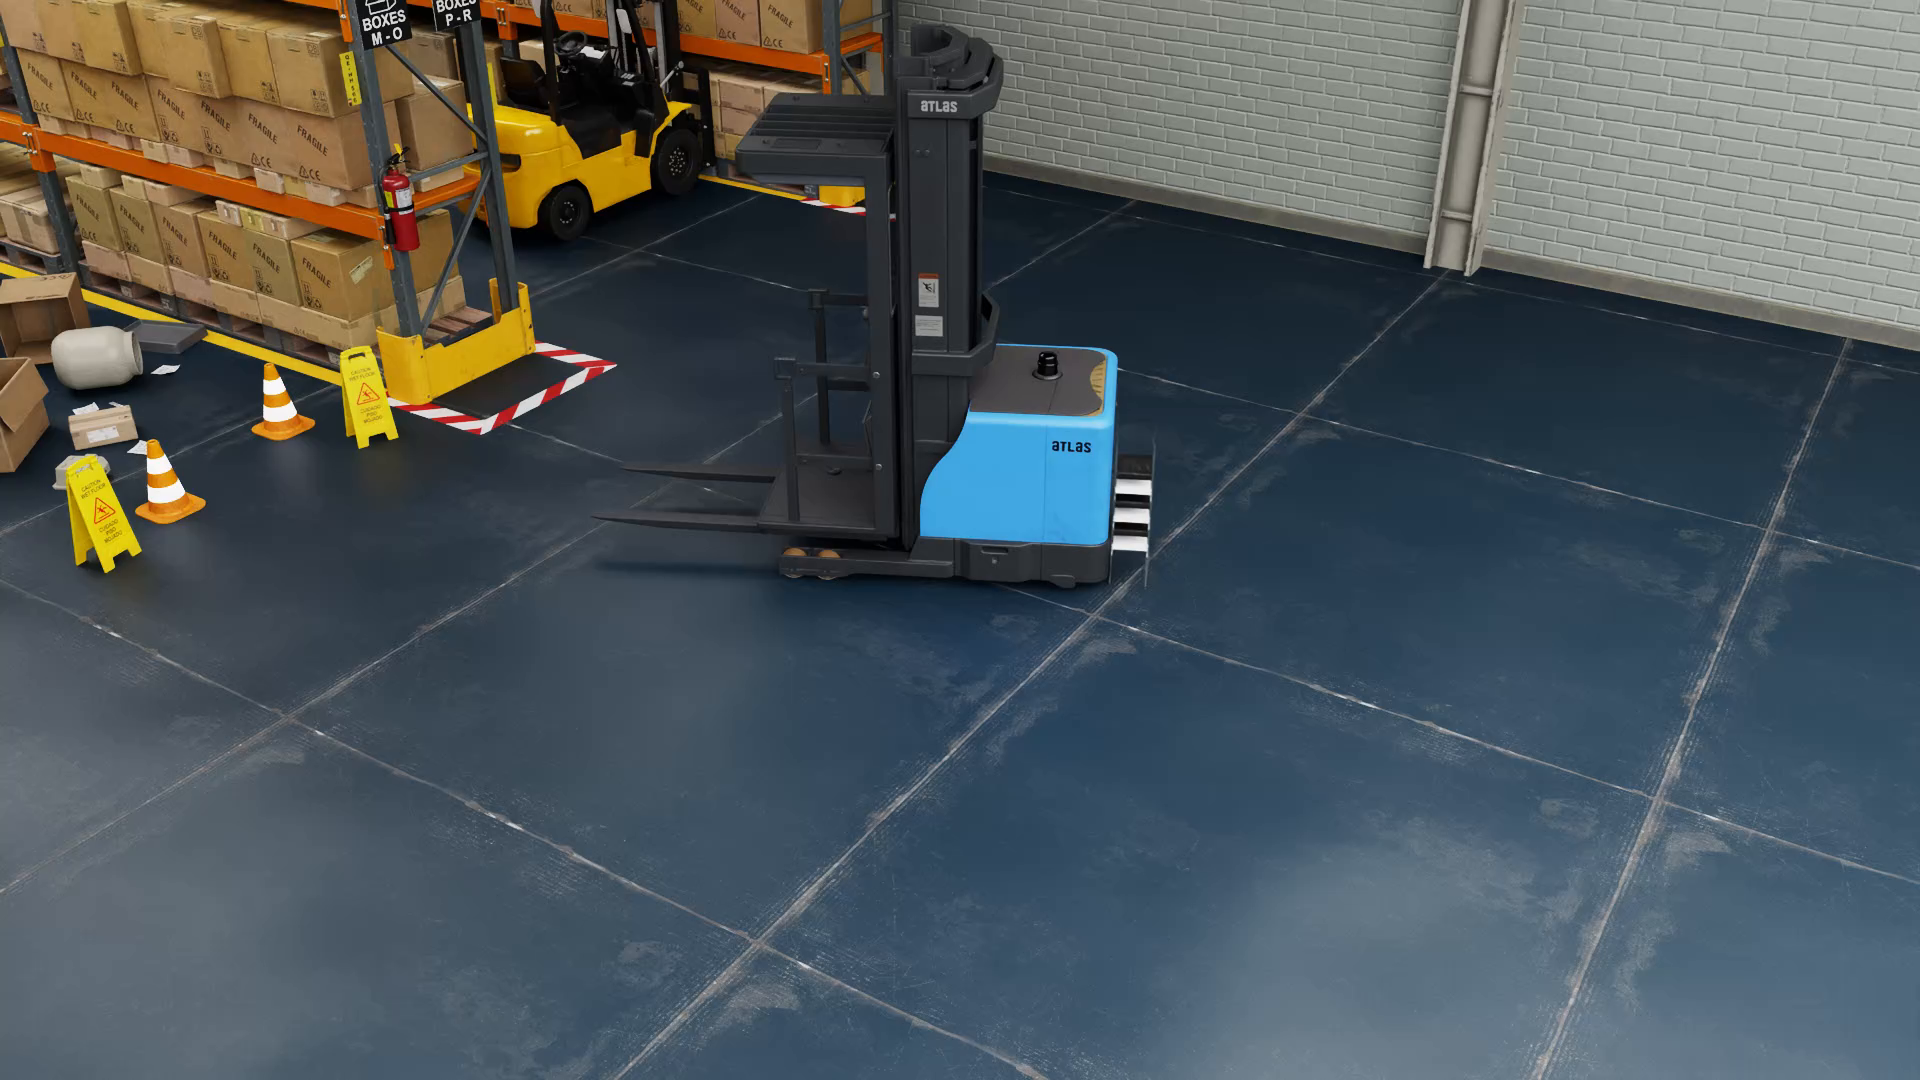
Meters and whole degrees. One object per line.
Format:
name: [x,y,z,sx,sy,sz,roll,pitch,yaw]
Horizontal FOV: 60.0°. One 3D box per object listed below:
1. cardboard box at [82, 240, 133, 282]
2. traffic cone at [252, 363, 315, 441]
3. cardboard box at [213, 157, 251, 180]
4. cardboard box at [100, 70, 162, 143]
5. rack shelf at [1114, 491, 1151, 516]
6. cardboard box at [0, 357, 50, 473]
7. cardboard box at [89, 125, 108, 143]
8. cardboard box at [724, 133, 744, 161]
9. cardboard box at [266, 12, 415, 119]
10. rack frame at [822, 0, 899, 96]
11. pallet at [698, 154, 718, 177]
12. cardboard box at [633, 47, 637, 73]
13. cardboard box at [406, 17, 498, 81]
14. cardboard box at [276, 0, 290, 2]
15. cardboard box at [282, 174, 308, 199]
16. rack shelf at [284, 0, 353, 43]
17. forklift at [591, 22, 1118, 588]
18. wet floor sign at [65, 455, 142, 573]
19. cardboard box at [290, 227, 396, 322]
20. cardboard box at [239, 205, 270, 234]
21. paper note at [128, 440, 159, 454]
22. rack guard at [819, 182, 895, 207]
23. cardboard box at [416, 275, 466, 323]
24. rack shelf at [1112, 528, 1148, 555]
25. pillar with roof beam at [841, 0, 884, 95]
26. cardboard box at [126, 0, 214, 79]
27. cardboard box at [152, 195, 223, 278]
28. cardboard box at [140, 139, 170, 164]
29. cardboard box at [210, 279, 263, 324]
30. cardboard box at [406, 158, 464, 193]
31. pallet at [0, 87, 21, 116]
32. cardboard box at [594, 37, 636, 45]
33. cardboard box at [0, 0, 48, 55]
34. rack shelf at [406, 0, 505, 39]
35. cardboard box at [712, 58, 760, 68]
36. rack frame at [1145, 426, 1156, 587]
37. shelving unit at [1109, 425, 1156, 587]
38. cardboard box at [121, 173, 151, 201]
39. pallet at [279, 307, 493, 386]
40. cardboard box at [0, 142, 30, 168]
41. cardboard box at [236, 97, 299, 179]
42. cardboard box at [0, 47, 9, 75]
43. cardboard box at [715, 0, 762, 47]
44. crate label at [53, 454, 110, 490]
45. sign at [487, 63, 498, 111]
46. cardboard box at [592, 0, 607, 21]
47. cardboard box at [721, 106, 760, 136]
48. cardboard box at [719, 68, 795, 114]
cardboard box: [-6.546,-2.283,13.170,0.500,0.250,0.500,16,34,25]
traffic cone: [-4.564,-0.959,11.108,0.334,0.463,0.336,18,35,27]
cardboard box: [-5.065,-2.704,11.829,0.250,0.149,0.380,17,34,27]
cardboard box: [-5.822,-3.232,12.092,0.500,0.500,0.500,17,34,27]
rack shelf: [0.968,-0.235,9.320,0.200,0.077,0.258,3,30,5]
cardboard box: [-6.348,-0.802,10.798,0.637,0.503,0.797,-4,30,-7]
cardboard box: [-6.323,-3.129,12.558,0.250,0.149,0.380,17,34,27]
cardboard box: [-1.861,-3.732,15.655,0.500,0.250,0.500,18,35,27]
cardboard box: [-4.063,-3.138,10.938,0.500,0.500,0.700,17,34,26]
rack frame: [-0.878,-4.610,14.848,0.127,3.000,1.000,18,35,27]
pallet: [-2.578,-3.920,16.432,1.213,0.211,1.003,18,35,27]
cardboard box: [-3.168,-4.574,16.106,0.500,0.250,0.500,19,35,29]
cardboard box: [-5.367,-5.183,17.771,0.625,0.625,0.875,17,34,27]
cardboard box: [-7.862,-6.087,19.444,0.500,0.500,0.500,19,35,29]
cardboard box: [-4.424,-2.489,11.462,0.250,0.149,0.380,17,34,27]
rack shelf: [-5.208,-4.011,11.559,4.000,0.370,1.077,18,35,27]
forklift: [-0.620,-1.300,9.241,3.031,2.935,1.130,3,30,5]
wet floor sign: [-4.983,-0.171,9.576,0.232,0.644,0.267,12,32,19]
cardboard box: [-4.331,-1.912,11.790,0.500,0.500,0.500,18,35,28]
cardboard box: [-4.889,-2.330,11.864,0.250,0.149,0.380,18,35,28]
paper note: [-5.373,-0.612,10.941,0.142,0.019,0.148,6,31,10]
rack guard: [-0.858,-3.524,15.467,0.348,0.500,1.175,18,35,27]
cardboard box: [-4.050,-1.818,12.375,0.500,0.250,0.500,17,34,27]
rack shelf: [0.968,-0.002,9.456,0.200,0.077,0.258,3,30,5]
pillar with roof beam: [-3.278,-5.935,11.166,0.400,9.000,9.100,18,35,27]
cardboard box: [-5.323,-3.562,11.665,0.500,0.500,0.700,17,34,27]
cardboard box: [-5.648,-2.328,12.505,0.500,0.500,0.500,20,36,30]
cardboard box: [-5.727,-2.886,12.141,0.250,0.149,0.380,18,35,28]
cardboard box: [-5.223,-1.866,12.456,0.500,0.250,0.500,16,34,26]
cardboard box: [-3.692,-2.561,11.586,0.250,0.149,0.380,18,35,28]
pallet: [-7.472,-3.746,13.557,1.213,0.211,1.003,18,35,27]
cardboard box: [-3.310,-4.929,16.714,0.500,0.250,0.500,17,34,27]
cardboard box: [-6.645,-3.955,12.339,0.500,0.500,0.700,17,34,27]
rack shelf: [-5.960,-5.907,17.784,4.000,0.370,1.077,18,35,27]
cardboard box: [-2.028,-4.516,16.006,0.500,0.250,0.500,17,34,27]
rack frame: [1.069,-0.181,9.339,0.006,0.900,0.240,3,30,5]
shelving unit: [0.968,-0.186,9.348,0.210,0.900,0.258,3,30,5]
cardboard box: [-6.036,-2.691,12.482,0.250,0.149,0.380,19,35,29]
pallet: [-4.248,-1.539,12.351,1.213,0.211,1.003,18,35,27]
cardboard box: [-8.548,-3.125,14.493,0.625,0.372,0.950,19,35,29]
cardboard box: [-4.542,-2.826,11.396,0.500,0.500,0.500,18,35,27]
cardboard box: [-7.415,-3.941,12.890,0.500,0.500,0.500,17,34,26]
cardboard box: [-1.869,-4.816,15.102,0.500,0.500,0.500,19,35,29]
crate label: [-5.565,-0.438,10.537,0.298,0.136,0.250,1,30,2]
sign: [-3.226,-3.096,11.394,0.005,0.325,0.100,18,35,27]
cardboard box: [-3.150,-5.227,15.806,0.500,0.500,0.500,17,34,27]
cardboard box: [-1.876,-3.956,15.542,0.500,0.250,0.500,17,34,27]
cardboard box: [-1.870,-4.160,15.396,0.500,0.250,0.500,18,35,28]
